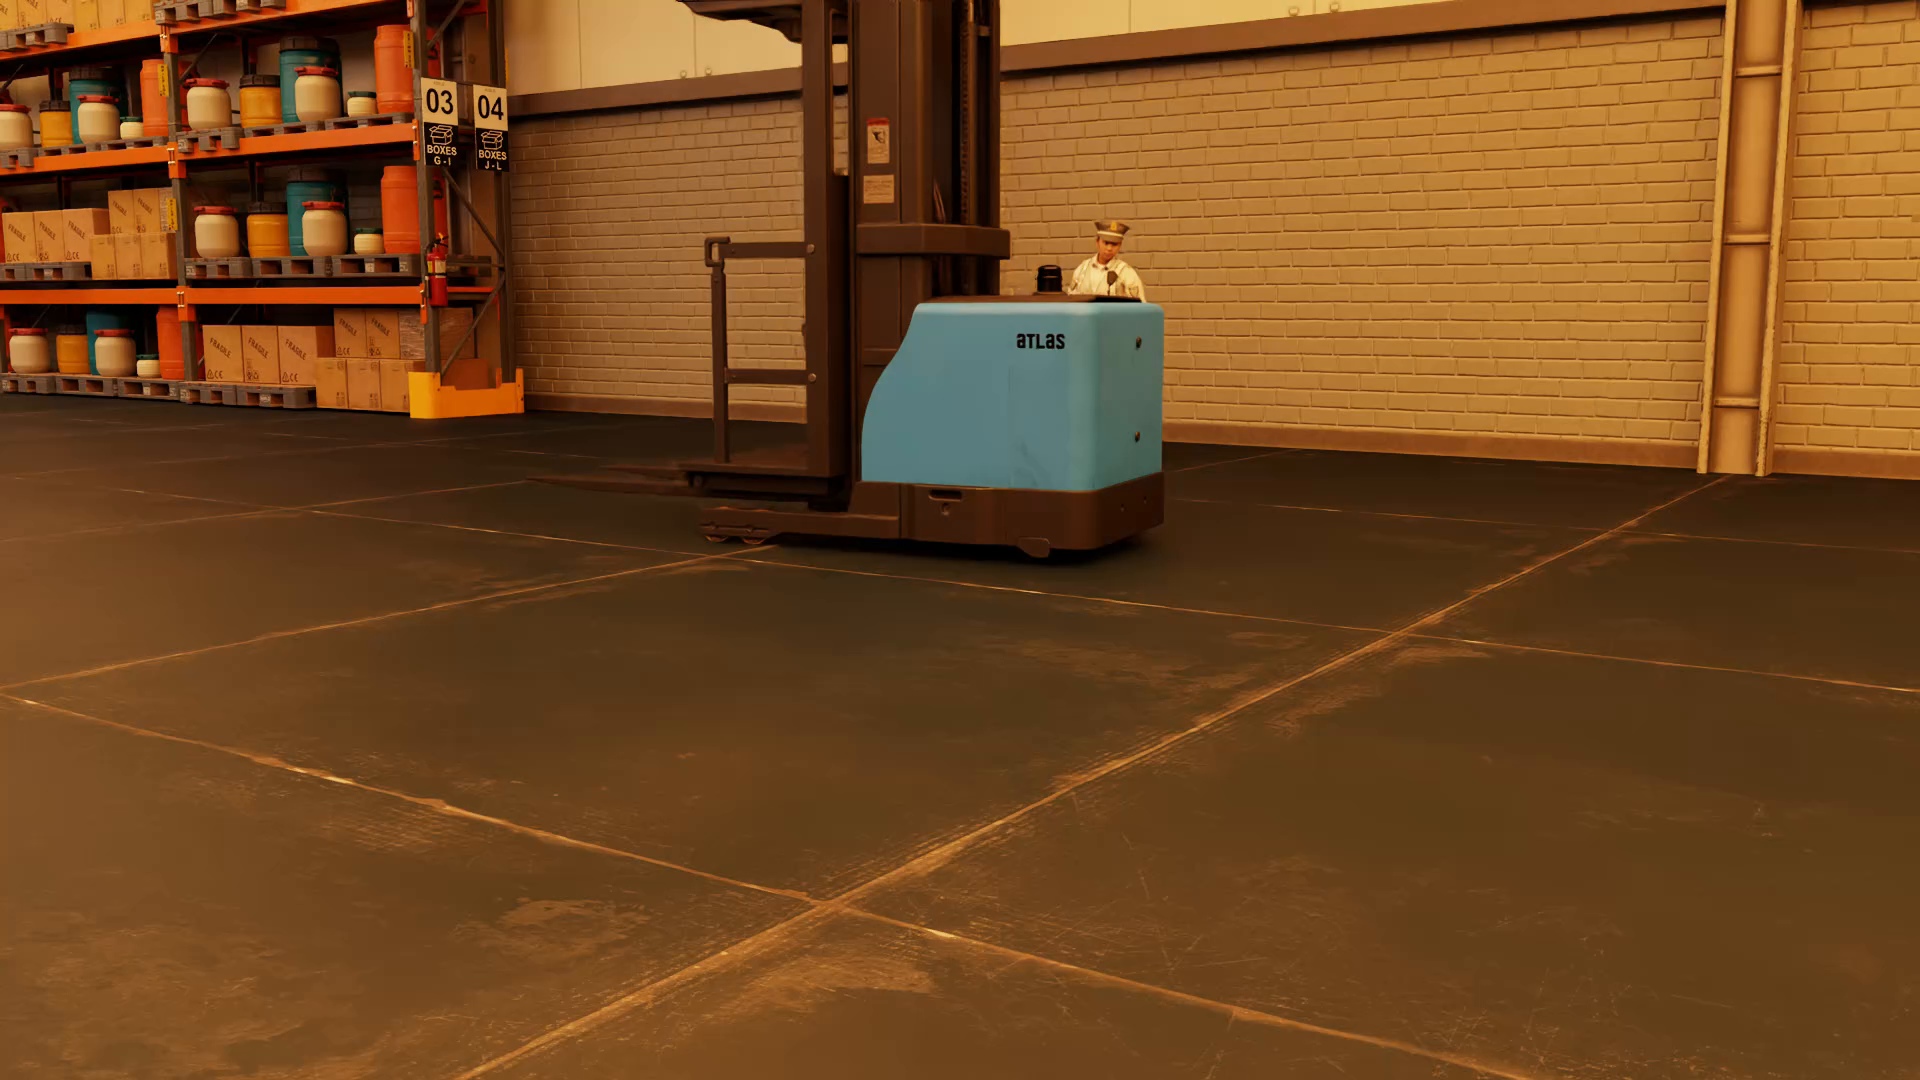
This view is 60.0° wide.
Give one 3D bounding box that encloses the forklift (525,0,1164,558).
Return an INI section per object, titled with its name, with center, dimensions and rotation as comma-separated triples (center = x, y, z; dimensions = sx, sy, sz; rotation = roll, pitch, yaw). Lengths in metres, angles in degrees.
[forklift]
center = -0.625, -1.490, 7.668
dimensions = 3.031, 2.935, 1.130
rotation = 4, 9, 24

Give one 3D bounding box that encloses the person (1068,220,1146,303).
[person]
center = 0.970, -1.297, 11.121
dimensions = 0.810, 1.642, 0.423
rotation = 5, 10, 32
